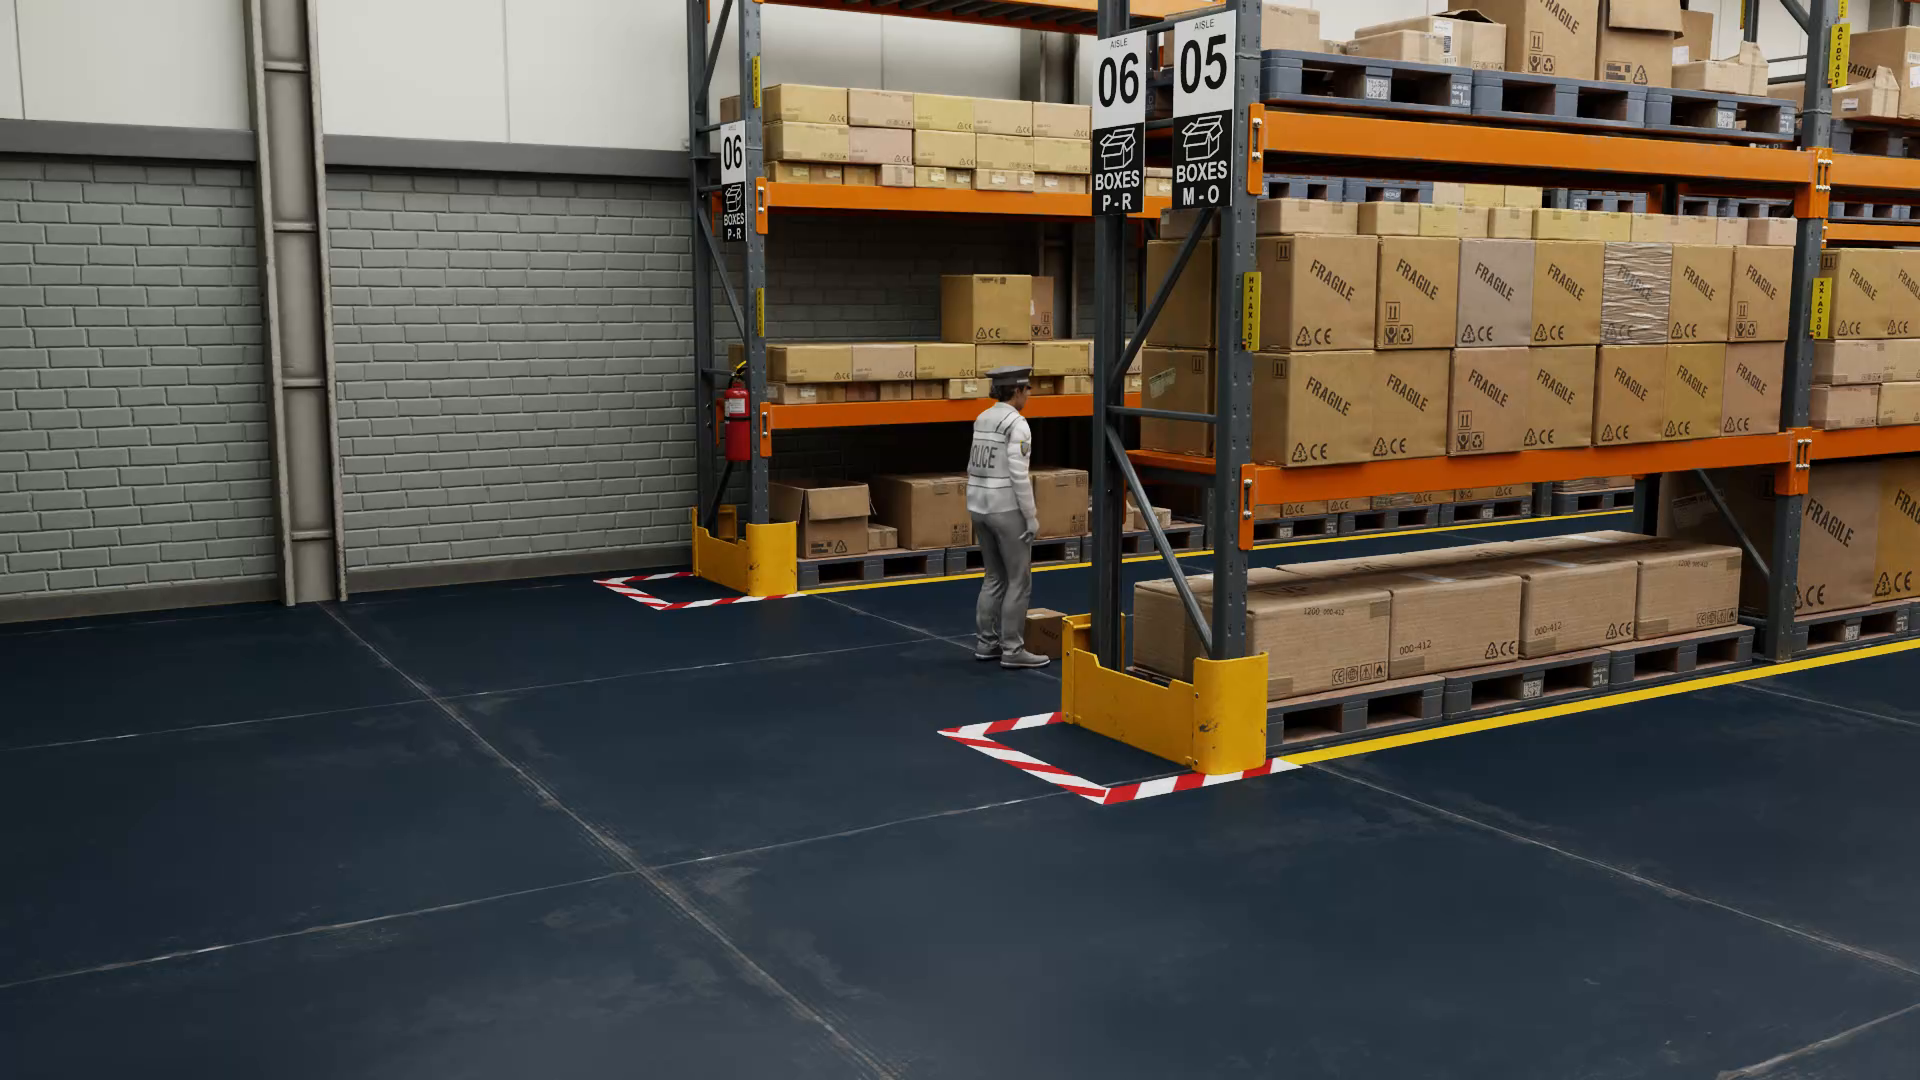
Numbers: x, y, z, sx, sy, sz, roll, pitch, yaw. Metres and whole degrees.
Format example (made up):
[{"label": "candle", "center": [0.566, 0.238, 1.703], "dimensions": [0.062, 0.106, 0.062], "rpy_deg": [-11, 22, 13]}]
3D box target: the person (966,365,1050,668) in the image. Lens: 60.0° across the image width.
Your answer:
[{"label": "person", "center": [0.242, -0.137, 9.261], "dimensions": [0.371, 1.663, 0.528], "rpy_deg": [-5, 10, -33]}]
